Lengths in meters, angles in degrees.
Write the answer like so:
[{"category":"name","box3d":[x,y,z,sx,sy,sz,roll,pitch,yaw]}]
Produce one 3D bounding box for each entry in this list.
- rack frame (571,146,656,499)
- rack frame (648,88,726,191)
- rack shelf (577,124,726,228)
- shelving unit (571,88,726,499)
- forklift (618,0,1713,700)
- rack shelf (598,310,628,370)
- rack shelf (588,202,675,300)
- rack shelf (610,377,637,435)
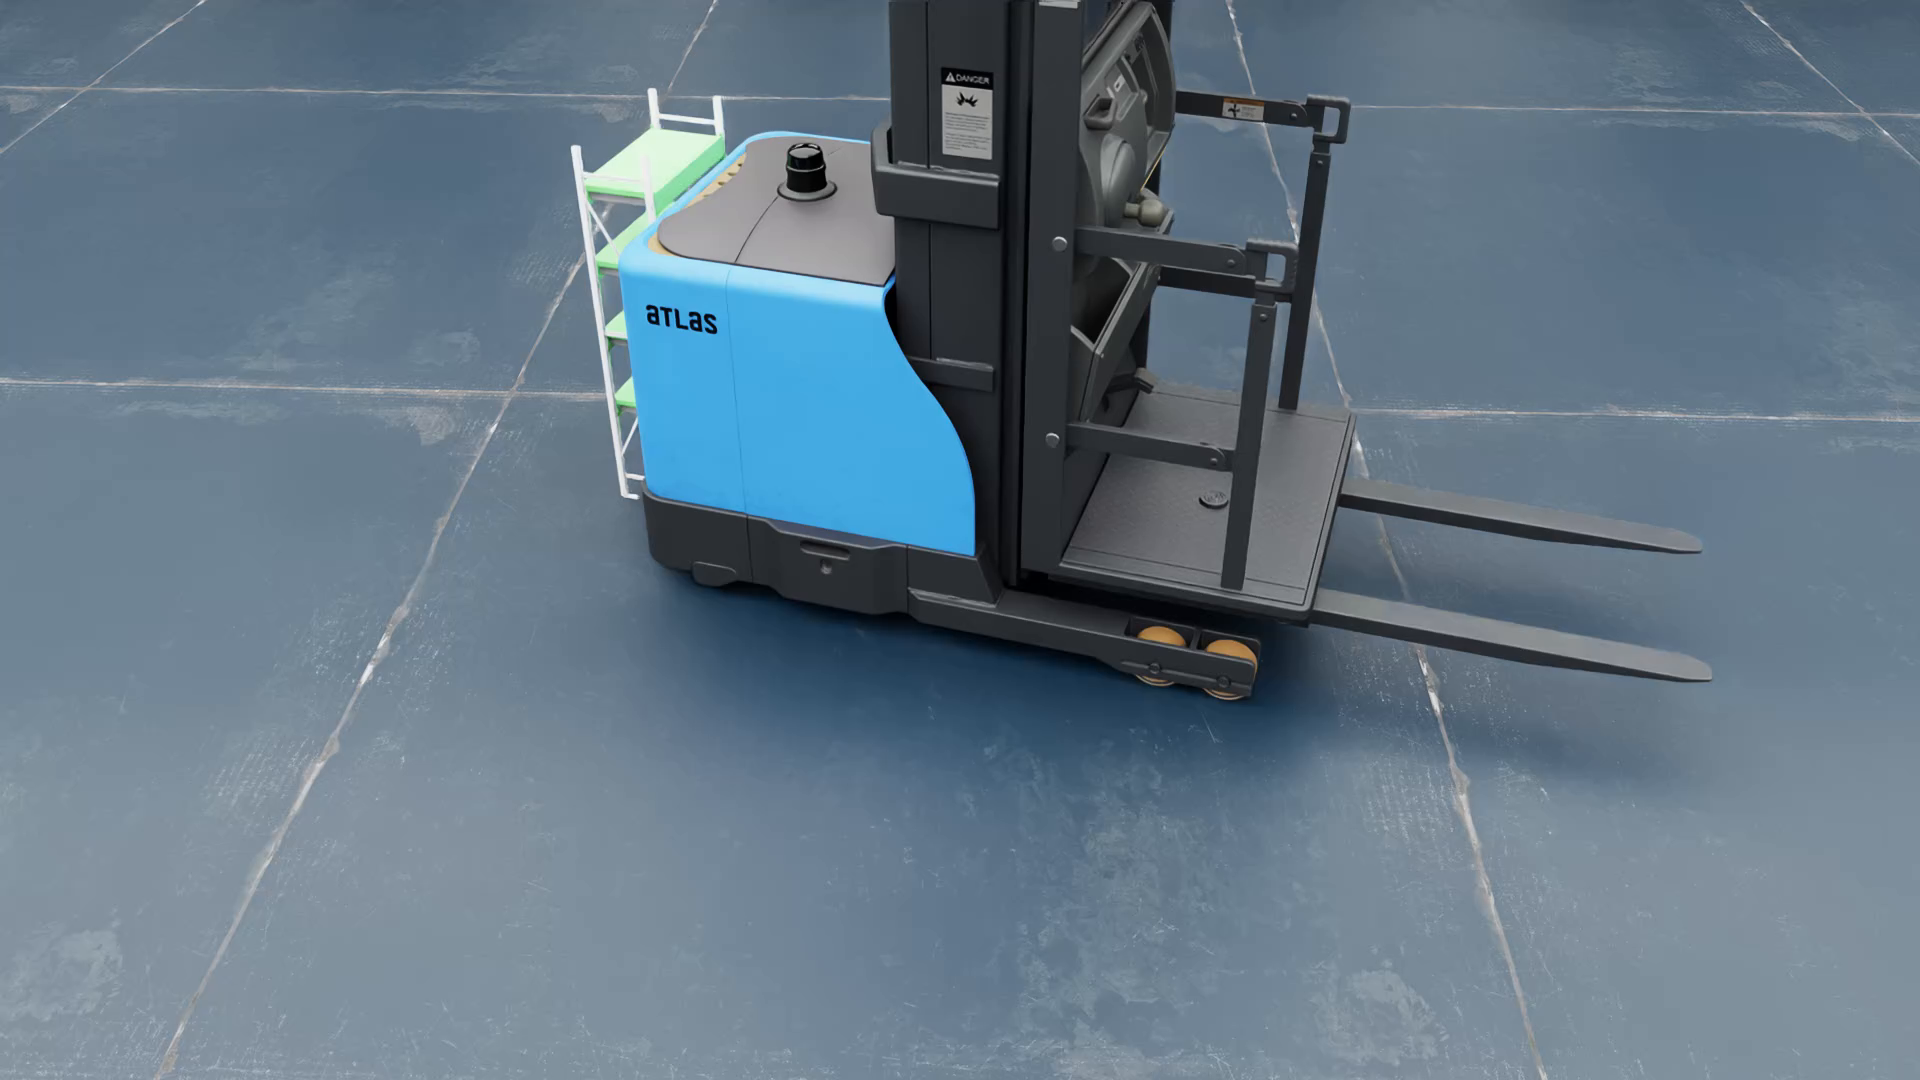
[{"category":"rack frame","box3d":[-0.996,-0.617,5.083,0.240,1.200,0.015,10,36,15]},{"category":"rack frame","box3d":[-0.847,-0.884,5.464,0.240,1.200,0.015,10,36,15]},{"category":"rack shelf","box3d":[-0.923,-1.091,5.035,0.258,0.148,0.480,10,36,15]},{"category":"shelving unit","box3d":[-0.921,-0.751,5.273,0.258,1.200,0.503,10,36,15]},{"category":"forklift","box3d":[0.626,-1.099,4.265,3.031,2.935,1.130,10,36,14]},{"category":"rack shelf","box3d":[-0.921,-0.698,5.310,0.258,0.148,0.480,10,36,15]},{"category":"rack shelf","box3d":[-0.922,-0.895,5.172,0.258,0.148,0.480,10,36,15]},{"category":"rack shelf","box3d":[-0.920,-0.502,5.448,0.258,0.148,0.480,10,36,15]}]
